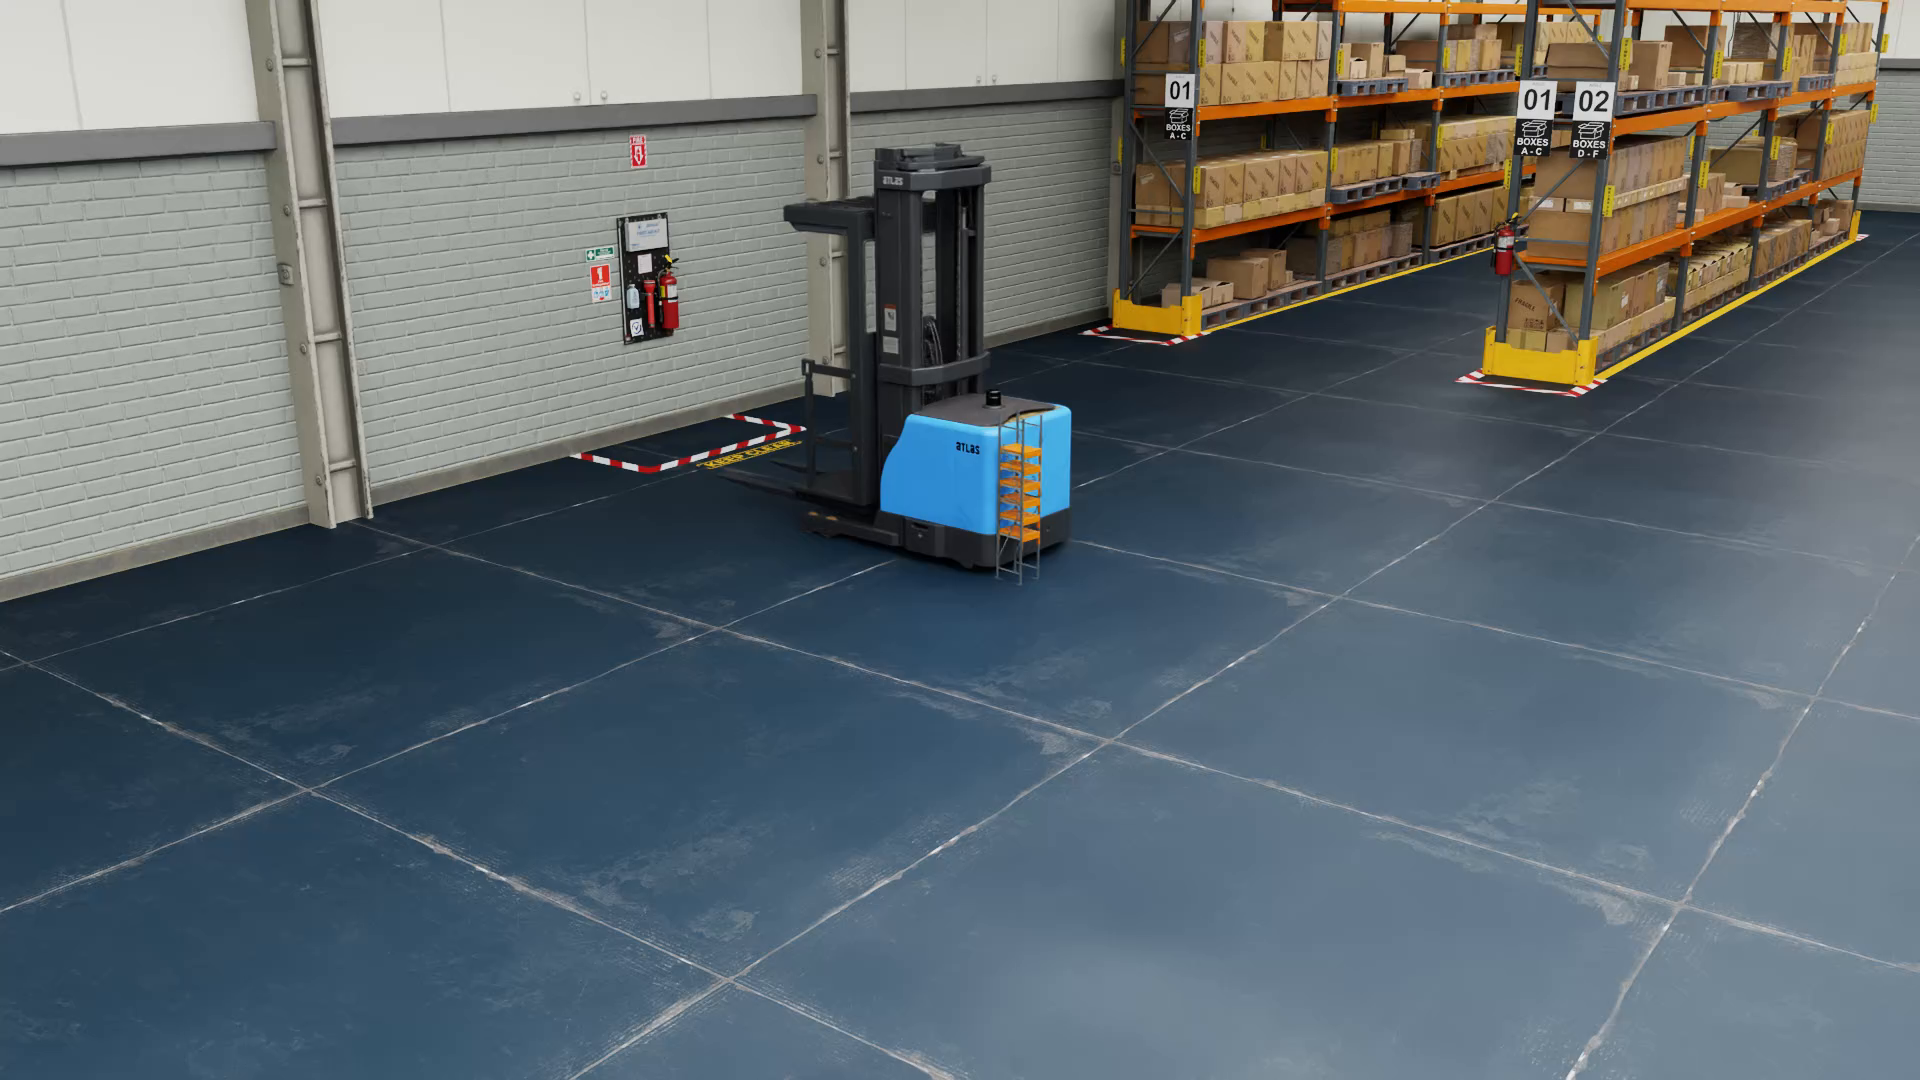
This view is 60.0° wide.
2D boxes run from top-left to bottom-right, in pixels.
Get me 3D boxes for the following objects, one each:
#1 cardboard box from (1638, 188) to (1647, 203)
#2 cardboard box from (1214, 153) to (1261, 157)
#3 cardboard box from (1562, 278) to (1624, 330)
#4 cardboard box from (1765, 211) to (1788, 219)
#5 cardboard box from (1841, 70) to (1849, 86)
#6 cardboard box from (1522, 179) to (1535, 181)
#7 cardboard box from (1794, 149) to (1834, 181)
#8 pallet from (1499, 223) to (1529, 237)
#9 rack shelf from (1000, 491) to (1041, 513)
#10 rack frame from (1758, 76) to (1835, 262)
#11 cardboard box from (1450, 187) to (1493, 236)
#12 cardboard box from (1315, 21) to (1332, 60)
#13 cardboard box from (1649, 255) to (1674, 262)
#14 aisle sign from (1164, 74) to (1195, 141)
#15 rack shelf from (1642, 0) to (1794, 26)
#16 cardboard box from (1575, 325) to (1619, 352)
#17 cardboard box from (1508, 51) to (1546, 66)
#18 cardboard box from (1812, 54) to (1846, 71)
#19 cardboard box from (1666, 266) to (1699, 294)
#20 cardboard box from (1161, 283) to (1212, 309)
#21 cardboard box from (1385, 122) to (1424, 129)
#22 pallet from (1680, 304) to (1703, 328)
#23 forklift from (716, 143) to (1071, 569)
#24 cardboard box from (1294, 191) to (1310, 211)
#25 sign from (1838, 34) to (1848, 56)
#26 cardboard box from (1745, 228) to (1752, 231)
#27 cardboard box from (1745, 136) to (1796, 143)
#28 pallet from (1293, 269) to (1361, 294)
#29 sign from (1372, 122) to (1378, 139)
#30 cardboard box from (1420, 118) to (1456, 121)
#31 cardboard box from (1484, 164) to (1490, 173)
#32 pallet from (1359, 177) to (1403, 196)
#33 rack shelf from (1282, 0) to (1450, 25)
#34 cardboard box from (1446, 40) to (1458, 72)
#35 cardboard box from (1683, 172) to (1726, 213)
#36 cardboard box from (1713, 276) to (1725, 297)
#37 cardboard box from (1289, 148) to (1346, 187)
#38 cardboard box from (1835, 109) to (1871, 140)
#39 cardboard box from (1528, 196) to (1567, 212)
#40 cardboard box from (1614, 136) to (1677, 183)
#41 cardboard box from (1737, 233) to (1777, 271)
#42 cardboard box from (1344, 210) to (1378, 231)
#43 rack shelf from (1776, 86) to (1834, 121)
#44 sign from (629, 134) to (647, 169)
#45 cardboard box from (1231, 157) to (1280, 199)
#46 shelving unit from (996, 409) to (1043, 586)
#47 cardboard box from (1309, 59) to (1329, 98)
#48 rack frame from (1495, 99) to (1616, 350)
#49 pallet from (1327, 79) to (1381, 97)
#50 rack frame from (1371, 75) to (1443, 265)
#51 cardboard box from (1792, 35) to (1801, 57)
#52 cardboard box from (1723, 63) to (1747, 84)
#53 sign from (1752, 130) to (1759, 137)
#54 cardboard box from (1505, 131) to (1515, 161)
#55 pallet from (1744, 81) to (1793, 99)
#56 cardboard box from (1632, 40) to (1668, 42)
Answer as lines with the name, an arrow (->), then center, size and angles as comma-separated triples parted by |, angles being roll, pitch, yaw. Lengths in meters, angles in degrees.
cardboard box -> 7.793, -4.038, 19.428 | 0.380, 0.149, 0.250 | 13, 21, 35
cardboard box -> 3.812, -5.067, 22.958 | 0.500, 0.500, 0.500 | 13, 22, 36
cardboard box -> 7.264, -2.713, 19.085 | 0.500, 0.500, 0.500 | 12, 21, 35
cardboard box -> 13.731, -5.320, 28.289 | 0.500, 0.500, 0.500 | 12, 21, 35
cardboard box -> 14.409, -7.669, 27.576 | 0.500, 0.250, 0.500 | 12, 21, 35
cardboard box -> 11.149, -6.962, 32.517 | 0.380, 0.149, 0.250 | 13, 21, 35
cardboard box -> 14.142, -6.239, 27.606 | 0.500, 0.500, 0.500 | 13, 22, 36
pallet -> 10.155, -5.828, 31.154 | 1.003, 0.211, 1.213 | 12, 21, 35
rack shelf -> 0.414, -0.254, 11.683 | 0.258, 0.103, 0.180 | 17, 24, 42
rack frame -> 13.619, -6.118, 27.385 | 1.000, 3.000, 0.127 | 12, 21, 35
cardboard box -> 8.829, -5.776, 29.202 | 0.750, 0.750, 0.750 | 13, 22, 36
cardboard box -> 4.792, -6.887, 22.916 | 0.500, 0.500, 0.500 | 10, 20, 30
cardboard box -> 9.468, -3.758, 22.770 | 0.500, 0.311, 0.500 | 12, 21, 35
aisle sign -> 2.687, -5.305, 20.386 | 0.394, 0.787, 0.004 | 12, 21, 35
rack shelf -> 10.045, -7.019, 22.060 | 1.077, 0.370, 4.000 | 12, 21, 35
cardboard box -> 7.263, -2.355, 19.198 | 0.500, 0.250, 0.500 | 12, 21, 35
cardboard box -> 10.262, -8.719, 30.082 | 0.500, 0.250, 0.500 | 12, 21, 35
cardboard box -> 14.109, -7.789, 27.120 | 0.500, 0.250, 0.500 | 12, 21, 35
cardboard box -> 9.299, -3.422, 21.687 | 0.500, 0.311, 0.500 | 13, 21, 35
cardboard box -> 2.973, -3.209, 21.811 | 0.500, 0.311, 0.500 | 10, 20, 29
cardboard box -> 7.318, -6.751, 27.456 | 0.500, 0.250, 0.500 | 13, 22, 36
pallet -> 9.260, -3.063, 22.250 | 1.003, 0.211, 1.213 | 12, 21, 35
forklift -> -0.629, -1.526, 12.716 | 3.031, 2.935, 1.130 | 13, 22, 36
cardboard box -> 4.530, -4.741, 23.172 | 0.500, 0.250, 0.500 | 13, 21, 35
sign -> 14.067, -7.888, 26.492 | 0.100, 0.325, 0.005 | 12, 21, 35
cardboard box -> 12.221, -4.695, 26.277 | 0.500, 0.500, 0.500 | 11, 21, 33
cardboard box -> 13.158, -6.292, 27.072 | 0.700, 0.500, 0.500 | 5, 18, 16
pallet -> 5.335, -3.941, 25.077 | 1.003, 0.211, 1.213 | 12, 21, 35
sign -> 6.808, -6.689, 27.275 | 0.100, 0.325, 0.005 | 12, 21, 35
cardboard box -> 8.240, -7.116, 28.633 | 0.500, 0.250, 0.500 | 12, 21, 33
cardboard box -> 9.034, -6.513, 29.049 | 0.380, 0.149, 0.250 | 12, 21, 35
pallet -> 6.109, -5.469, 25.620 | 1.003, 0.211, 1.213 | 12, 21, 35
rack shelf -> 6.064, -7.893, 24.876 | 1.077, 0.370, 4.000 | 12, 21, 35
cardboard box -> 7.772, -7.991, 27.449 | 0.700, 0.500, 0.500 | 11, 20, 32
cardboard box -> 10.249, -4.810, 23.006 | 0.500, 0.500, 0.500 | 11, 20, 32
cardboard box -> 10.208, -3.518, 22.943 | 0.500, 0.250, 0.500 | 13, 21, 36
cardboard box -> 5.203, -5.460, 24.356 | 0.700, 0.500, 0.500 | 12, 21, 35
cardboard box -> 15.958, -7.441, 29.792 | 0.500, 0.500, 0.500 | 12, 21, 34
cardboard box -> 6.544, -3.742, 18.472 | 0.380, 0.149, 0.250 | 12, 21, 34
cardboard box -> 8.293, -4.652, 20.310 | 0.700, 0.500, 0.500 | 12, 21, 35
cardboard box -> 12.044, -4.365, 25.214 | 0.500, 0.500, 0.500 | 12, 21, 33
cardboard box -> 6.176, -4.985, 25.947 | 0.500, 0.250, 0.500 | 12, 21, 34
rack shelf -> 12.428, -6.730, 25.513 | 1.077, 0.370, 4.000 | 12, 21, 35
sign -> -2.952, -3.565, 15.258 | 0.001, 0.298, 0.199 | 12, 21, 35
cardboard box -> 3.928, -4.853, 22.270 | 0.500, 0.500, 0.500 | 13, 22, 36
shelving unit -> 0.414, -0.296, 11.670 | 0.258, 1.200, 0.189 | 17, 24, 42
cardboard box -> 4.768, -6.412, 23.073 | 0.500, 0.500, 0.500 | 13, 22, 36
rack frame -> 6.469, -3.259, 18.182 | 1.000, 3.000, 0.127 | 12, 21, 35
pallet -> 5.326, -6.558, 24.061 | 1.213, 0.211, 1.003 | 12, 21, 35
rack frame -> 7.256, -6.039, 27.133 | 1.000, 3.000, 0.127 | 12, 21, 35
cardboard box -> 12.468, -7.421, 25.480 | 0.600, 0.600, 0.600 | 11, 21, 33
cardboard box -> 10.363, -6.346, 22.608 | 0.500, 0.250, 0.500 | 12, 21, 34
sign -> 13.179, -6.625, 27.560 | 0.100, 0.325, 0.005 | 12, 21, 35
cardboard box -> 9.566, -7.037, 29.642 | 0.500, 0.500, 0.500 | 12, 21, 34
pallet -> 10.904, -6.330, 23.329 | 1.213, 0.211, 1.003 | 14, 22, 37
cardboard box -> 8.341, -5.886, 20.471 | 0.500, 0.500, 0.500 | 15, 22, 39
